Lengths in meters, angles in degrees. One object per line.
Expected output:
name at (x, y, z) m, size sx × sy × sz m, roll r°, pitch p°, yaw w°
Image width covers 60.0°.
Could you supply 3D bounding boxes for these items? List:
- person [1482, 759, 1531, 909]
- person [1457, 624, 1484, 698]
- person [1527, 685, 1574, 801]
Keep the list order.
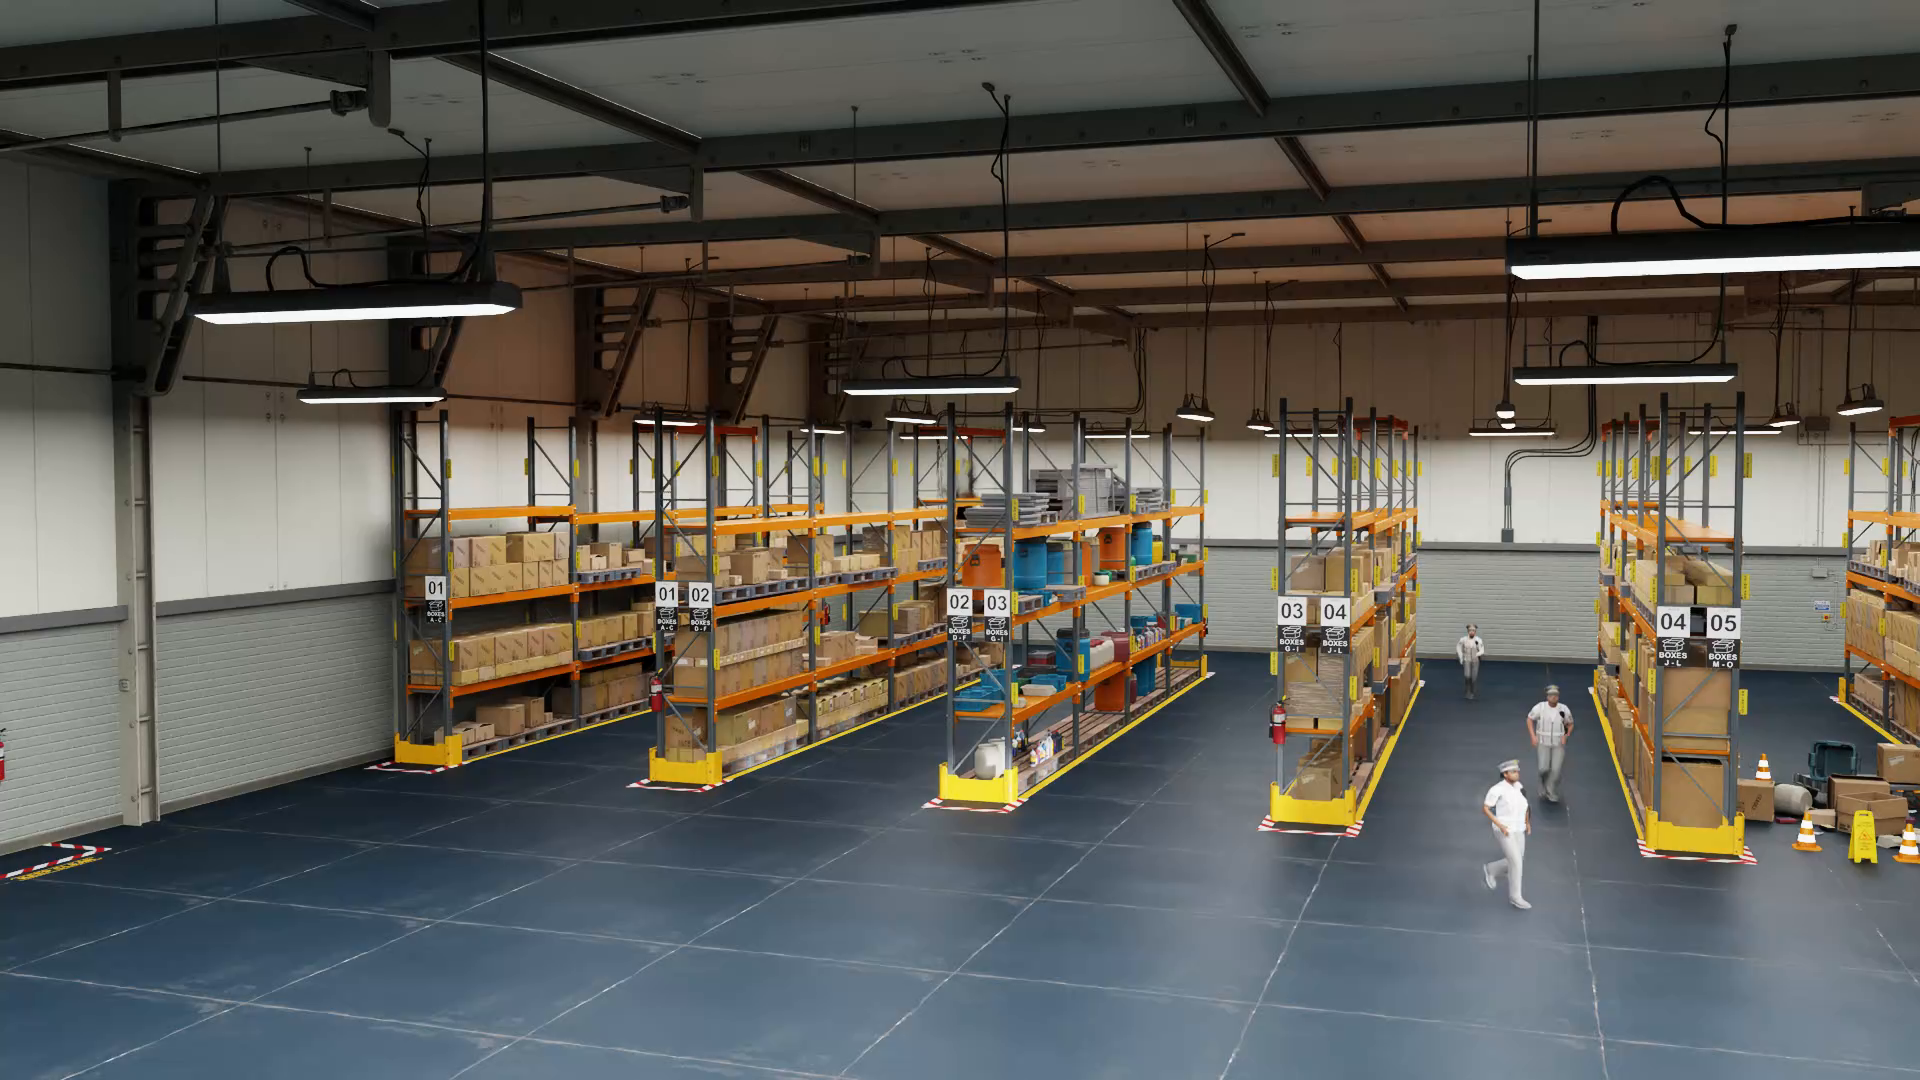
person at (6.294, 3.347, 19.180) m, size 0.590 × 1.680 × 0.754 m, roll -1°, pitch 3°, yaw -30°
person at (11.066, 2.629, 36.029) m, size 0.538 × 1.637 × 0.698 m, roll 0°, pitch 2°, yaw 10°
person at (8.907, 3.054, 25.076) m, size 0.668 × 1.747 × 0.500 m, roll 1°, pitch 3°, yaw 15°
